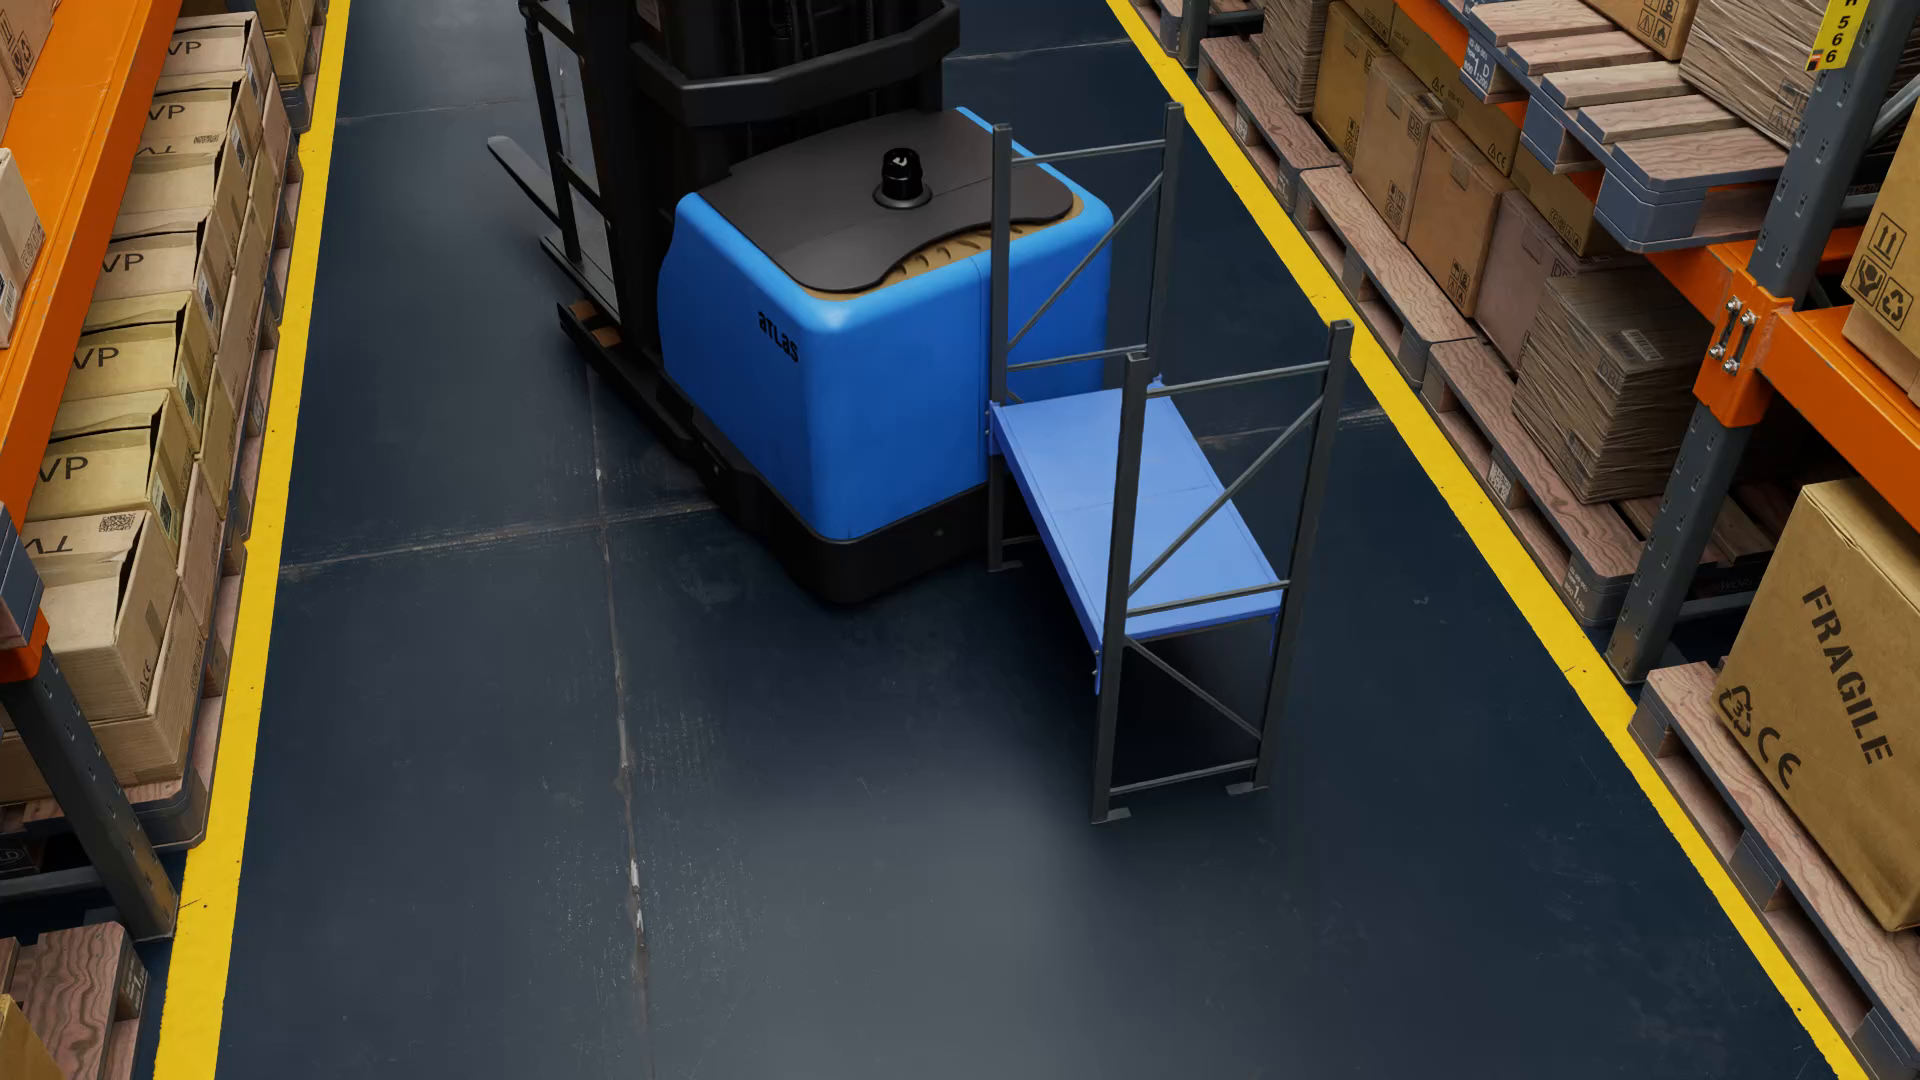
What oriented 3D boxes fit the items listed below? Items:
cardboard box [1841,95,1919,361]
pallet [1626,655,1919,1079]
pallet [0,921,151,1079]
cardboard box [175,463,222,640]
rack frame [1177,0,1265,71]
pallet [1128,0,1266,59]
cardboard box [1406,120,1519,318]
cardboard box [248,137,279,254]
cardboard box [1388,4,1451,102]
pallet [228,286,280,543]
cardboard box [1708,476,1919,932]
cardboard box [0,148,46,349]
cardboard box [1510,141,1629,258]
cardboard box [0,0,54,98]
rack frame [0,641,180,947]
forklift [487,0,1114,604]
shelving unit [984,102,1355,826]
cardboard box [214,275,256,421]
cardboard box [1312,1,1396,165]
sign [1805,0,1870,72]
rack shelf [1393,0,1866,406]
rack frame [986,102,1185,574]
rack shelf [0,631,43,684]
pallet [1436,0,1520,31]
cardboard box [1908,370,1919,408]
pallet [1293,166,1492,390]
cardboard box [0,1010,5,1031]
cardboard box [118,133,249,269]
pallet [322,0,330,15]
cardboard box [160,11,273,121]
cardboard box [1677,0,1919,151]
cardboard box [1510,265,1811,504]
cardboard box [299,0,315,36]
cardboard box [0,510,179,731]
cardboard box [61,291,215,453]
[{"bbox_3d":[2.236,-0.615,3.369,0.500,0.500,0.500,-7,42,-8],"label":"cardboard box"},{"bbox_3d":[2.478,0.754,4.241,1.003,0.211,1.213,-8,42,-9],"label":"pallet"},{"bbox_3d":[-2.330,1.434,3.476,1.003,0.211,1.213,-8,42,-9],"label":"pallet"},{"bbox_3d":[-2.390,0.066,4.671,0.500,0.250,0.500,-9,42,-10],"label":"cardboard box"},{"bbox_3d":[1.518,-3.403,6.824,1.000,3.000,0.127,-8,42,-9],"label":"rack frame"},{"bbox_3d":[1.339,-2.791,8.235,1.003,0.211,1.213,-8,42,-9],"label":"pallet"},{"bbox_3d":[2.043,-1.168,5.858,0.700,0.500,0.500,-9,42,-10],"label":"cardboard box"},{"bbox_3d":[-2.838,-1.264,6.170,0.500,0.250,0.500,-9,42,-10],"label":"cardboard box"},{"bbox_3d":[1.908,-1.817,6.024,0.500,0.250,0.500,-9,42,-11],"label":"cardboard box"},{"bbox_3d":[-2.854,-0.384,5.523,1.003,0.211,1.213,-8,42,-9],"label":"pallet"},{"bbox_3d":[2.412,0.332,3.920,0.750,0.750,0.750,-9,42,-10],"label":"cardboard box"},{"bbox_3d":[-2.459,-0.672,3.815,0.500,0.311,0.500,-9,42,-10],"label":"cardboard box"},{"bbox_3d":[2.113,-1.158,5.282,0.500,0.250,0.500,-8,42,-8],"label":"cardboard box"},{"bbox_3d":[-2.946,-1.562,4.675,0.500,0.500,0.500,-8,42,-9],"label":"cardboard box"},{"bbox_3d":[-2.455,-0.098,3.101,1.000,3.000,0.127,-8,42,-9],"label":"rack frame"},{"bbox_3d":[-0.791,-1.852,5.128,1.130,2.935,3.031,-24,47,-25],"label":"forklift"},{"bbox_3d":[0.457,-0.183,4.326,0.538,1.500,1.048,-10,43,-11],"label":"shelving unit"},{"bbox_3d":[-2.619,-0.603,5.424,0.500,0.250,0.500,-8,42,-8],"label":"cardboard box"},{"bbox_3d":[1.854,-1.830,6.604,0.700,0.500,0.500,-9,42,-10],"label":"cardboard box"},{"bbox_3d":[1.854,-1.130,3.451,0.100,0.325,0.005,-8,42,-9],"label":"sign"},{"bbox_3d":[1.950,-1.838,5.603,1.077,0.370,4.000,-8,42,-9],"label":"rack shelf"},{"bbox_3d":[0.327,-0.509,4.694,0.500,1.500,0.032,-10,43,-11],"label":"rack frame"},{"bbox_3d":[-2.023,1.467,1.879,1.077,0.370,4.000,-8,42,-9],"label":"rack shelf"},{"bbox_3d":[1.914,-2.016,5.406,1.003,0.211,1.213,-8,42,-9],"label":"pallet"},{"bbox_3d":[2.272,-0.313,3.517,0.380,0.149,0.250,-8,42,-9],"label":"cardboard box"},{"bbox_3d":[1.954,-1.064,6.289,1.003,0.211,1.213,-8,42,-9],"label":"pallet"},{"bbox_3d":[-2.007,1.000,2.850,0.500,0.250,0.500,-7,42,-8],"label":"cardboard box"},{"bbox_3d":[-2.727,-1.148,5.616,0.500,0.311,0.500,-8,42,-9],"label":"cardboard box"},{"bbox_3d":[-3.716,-2.962,8.428,1.003,0.211,1.213,-8,42,-9],"label":"pallet"},{"bbox_3d":[-2.951,-1.808,6.360,0.500,0.311,0.500,-8,42,-9],"label":"cardboard box"},{"bbox_3d":[2.270,-1.316,4.066,0.700,0.500,0.500,-13,43,-14],"label":"cardboard box"},{"bbox_3d":[2.175,-0.499,5.105,0.700,0.500,0.500,-8,42,-9],"label":"cardboard box"},{"bbox_3d":[-3.225,-2.489,7.549,0.500,0.250,0.500,-8,42,-9],"label":"cardboard box"},{"bbox_3d":[-2.281,0.182,4.118,0.500,0.311,0.500,-7,42,-8],"label":"cardboard box"},{"bbox_3d":[-2.510,-0.488,4.873,0.500,0.311,0.500,-9,42,-10],"label":"cardboard box"}]
